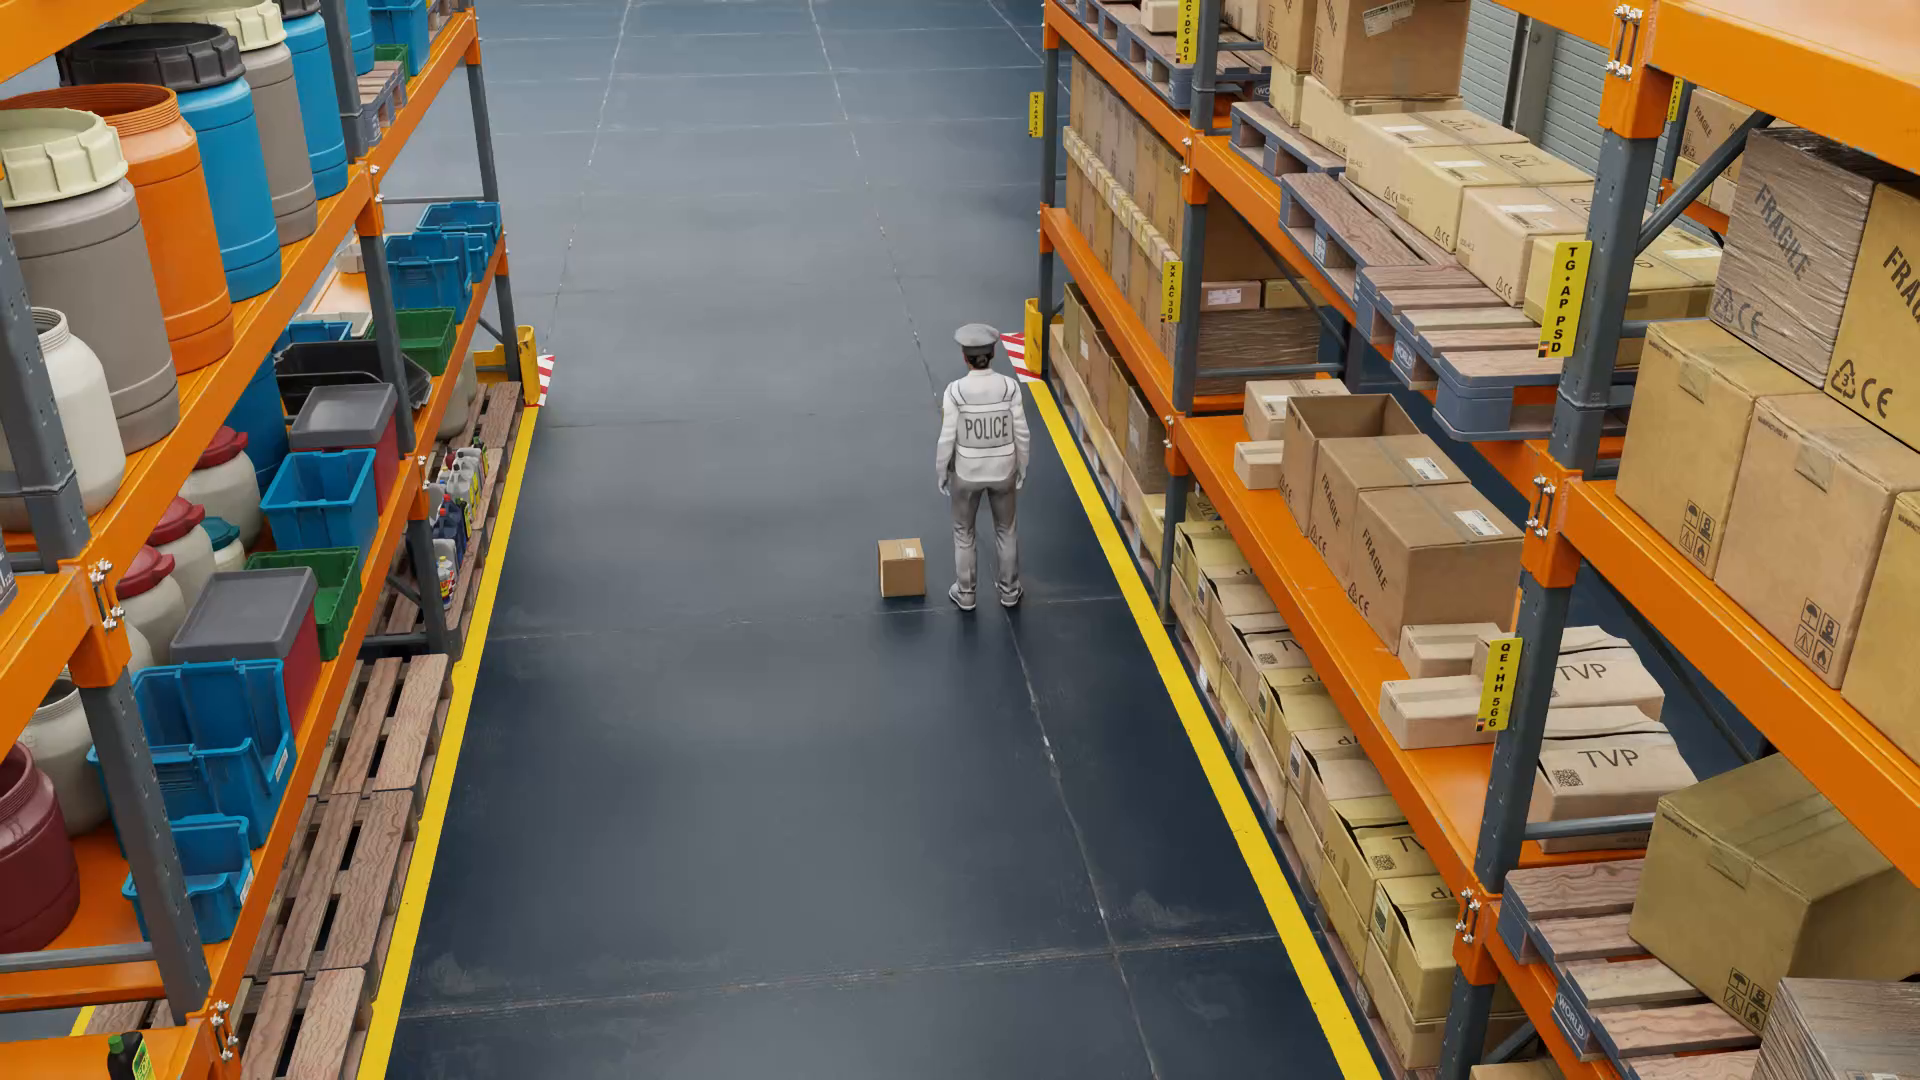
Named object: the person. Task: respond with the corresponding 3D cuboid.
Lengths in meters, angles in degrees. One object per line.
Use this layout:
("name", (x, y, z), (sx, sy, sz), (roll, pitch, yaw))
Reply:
("person", (0.126, -0.380, 9.349), (0.532, 1.663, 0.372), (-4, 28, -8))
